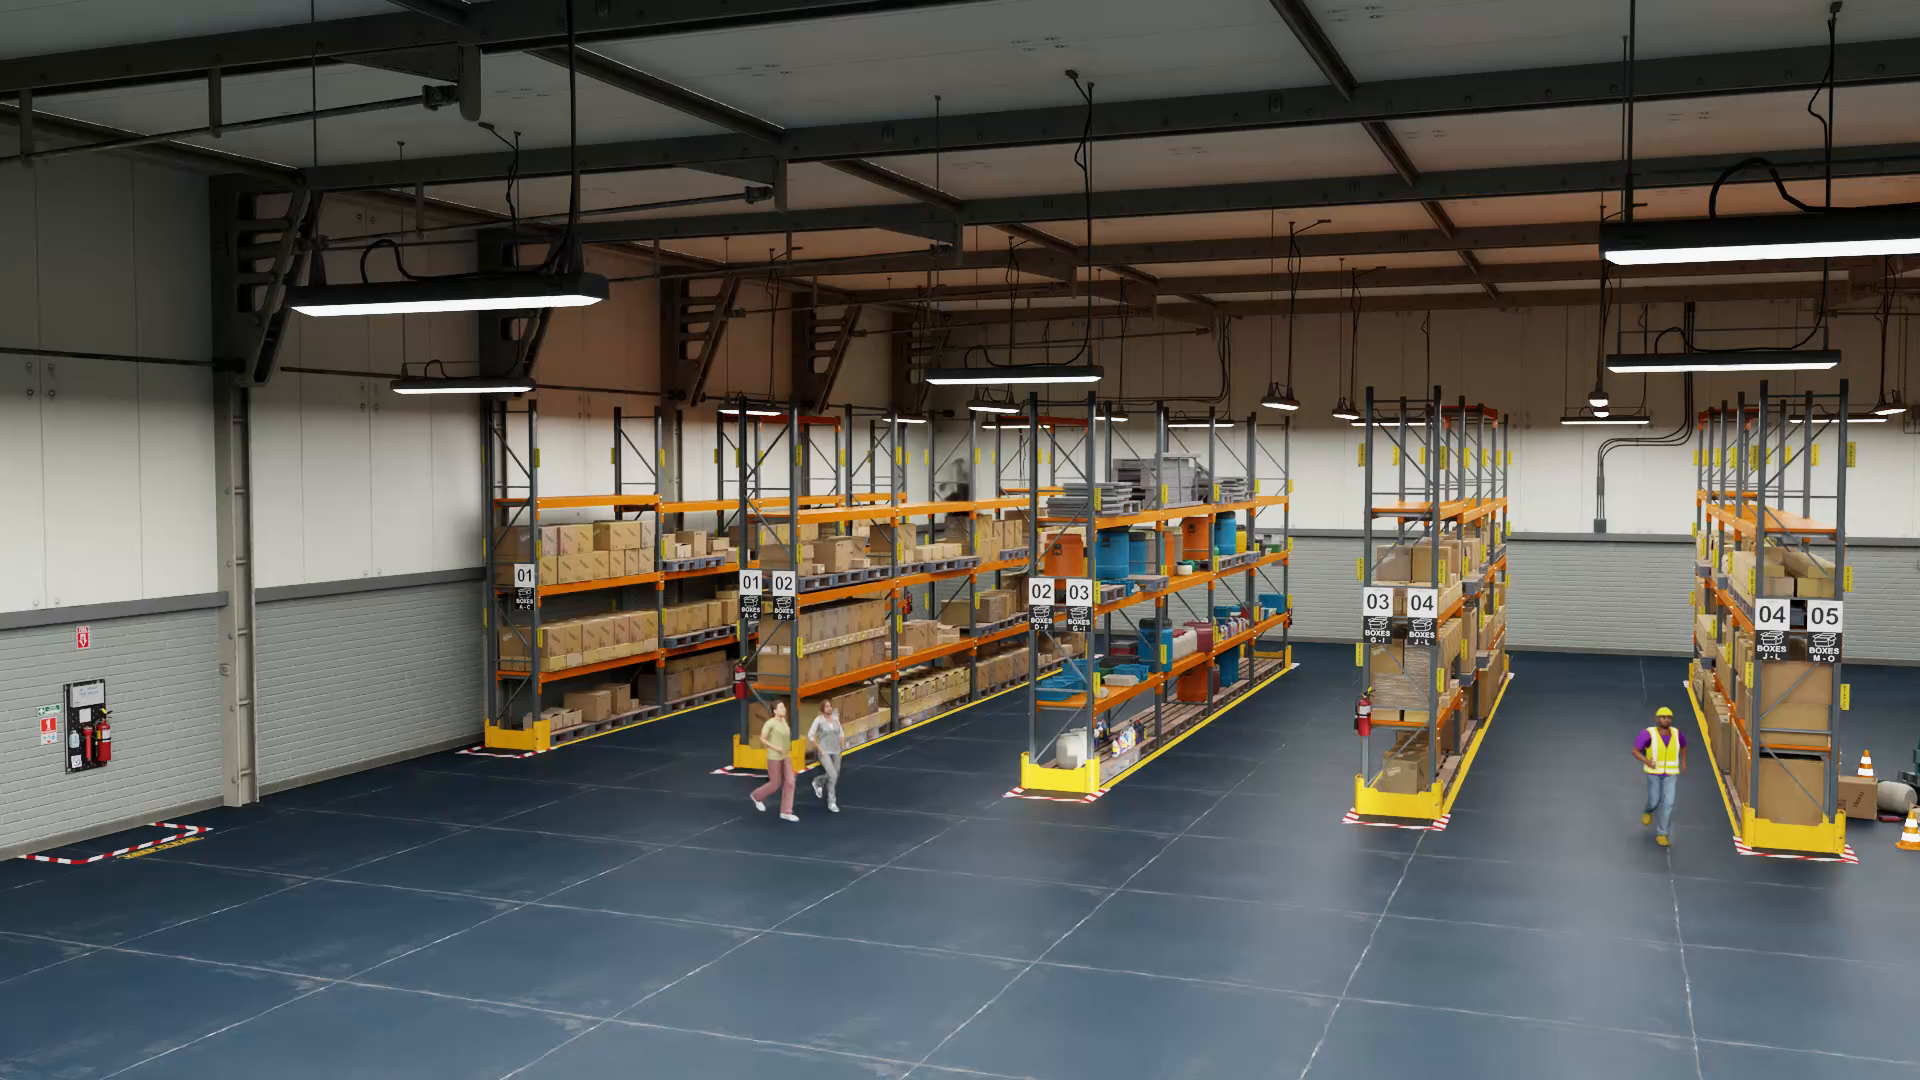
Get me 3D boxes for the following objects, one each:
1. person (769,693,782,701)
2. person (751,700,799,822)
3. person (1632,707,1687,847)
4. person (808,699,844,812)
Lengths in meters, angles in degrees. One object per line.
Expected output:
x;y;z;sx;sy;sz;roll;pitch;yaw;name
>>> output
-3.348;2.599;31.457;0.656;1.736;0.819;1;3;19;person
-2.562;3.043;23.088;0.833;1.663;0.584;2;3;36;person
9.184;3.059;21.764;0.728;1.754;0.918;0;3;7;person
-1.913;3.054;23.768;0.534;1.585;0.642;-2;3;-35;person
